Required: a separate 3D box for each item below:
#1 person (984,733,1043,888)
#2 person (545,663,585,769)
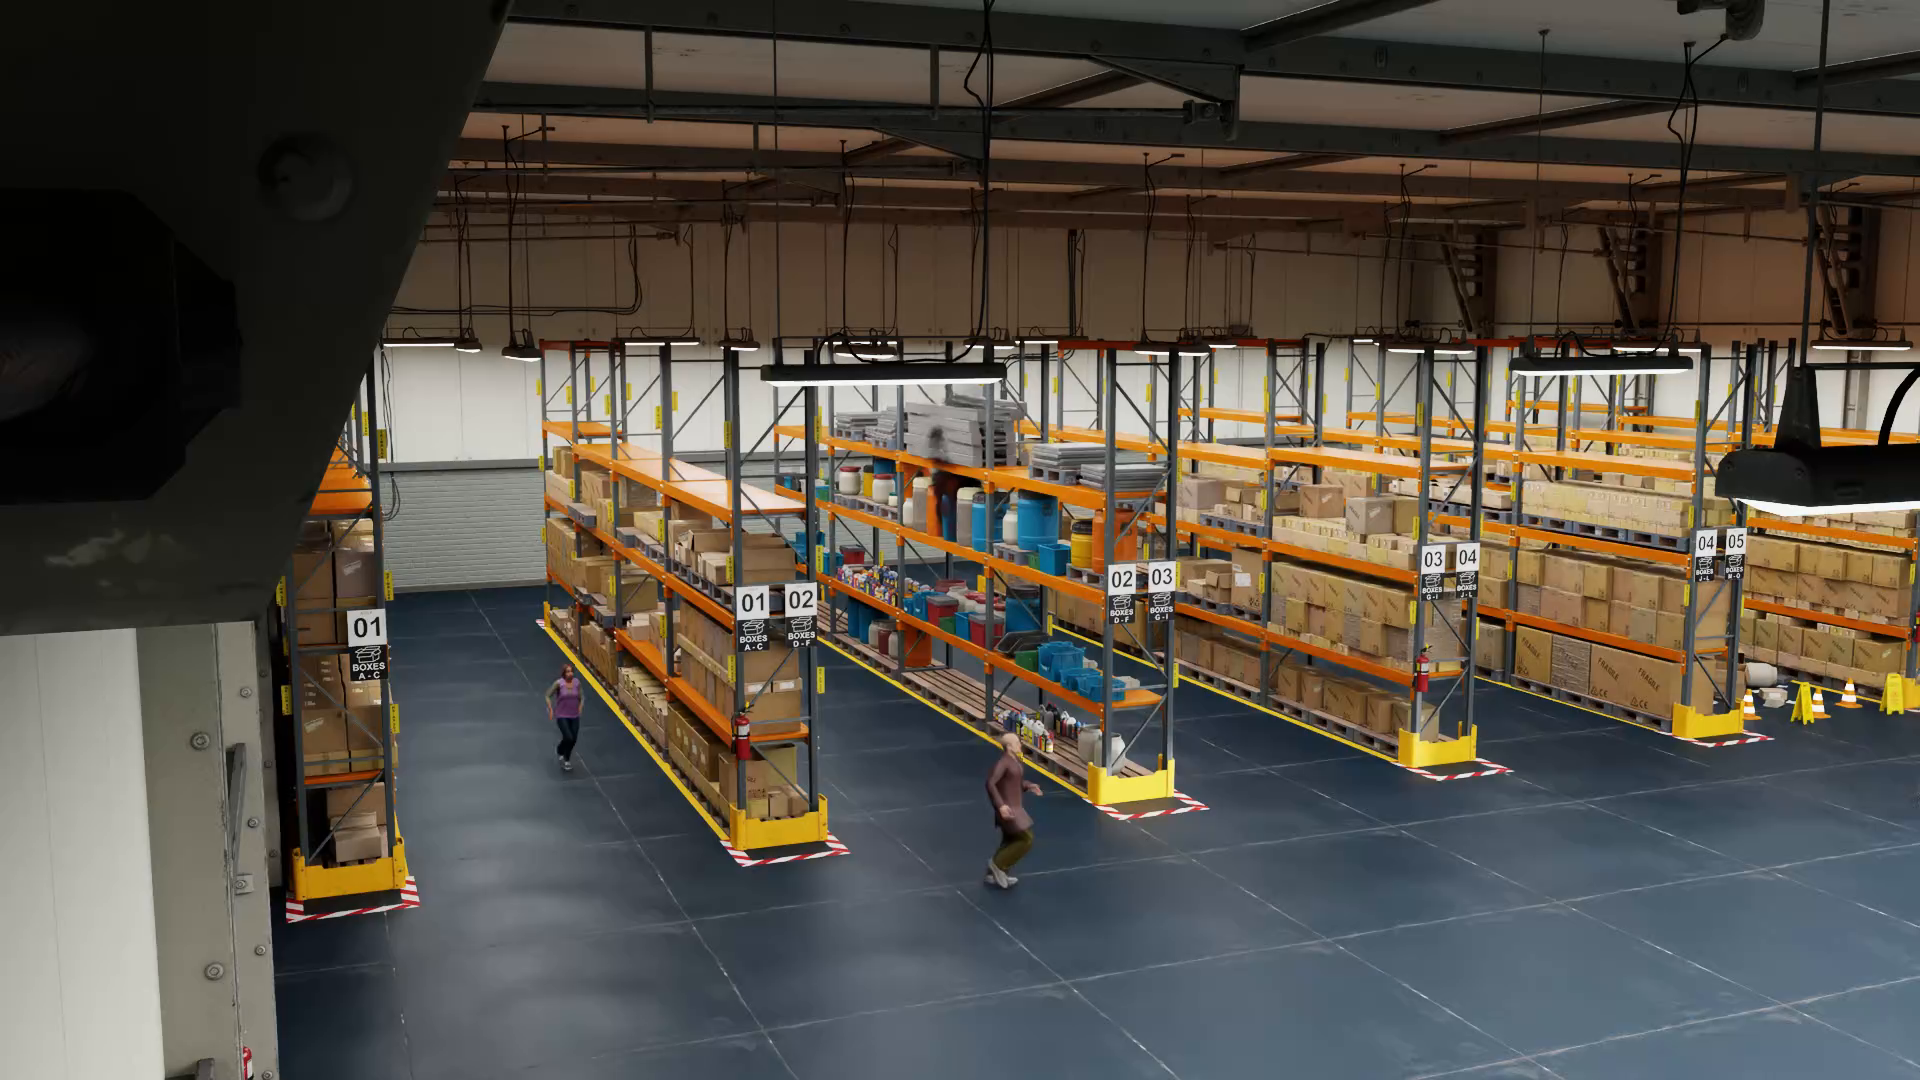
[{"bbox_3d":[0.604,3.034,18.735,0.656,1.746,0.716,1,7,5],"label":"person"},{"bbox_3d":[-5.542,2.509,23.510,0.515,1.556,0.629,-5,9,-35],"label":"person"}]
